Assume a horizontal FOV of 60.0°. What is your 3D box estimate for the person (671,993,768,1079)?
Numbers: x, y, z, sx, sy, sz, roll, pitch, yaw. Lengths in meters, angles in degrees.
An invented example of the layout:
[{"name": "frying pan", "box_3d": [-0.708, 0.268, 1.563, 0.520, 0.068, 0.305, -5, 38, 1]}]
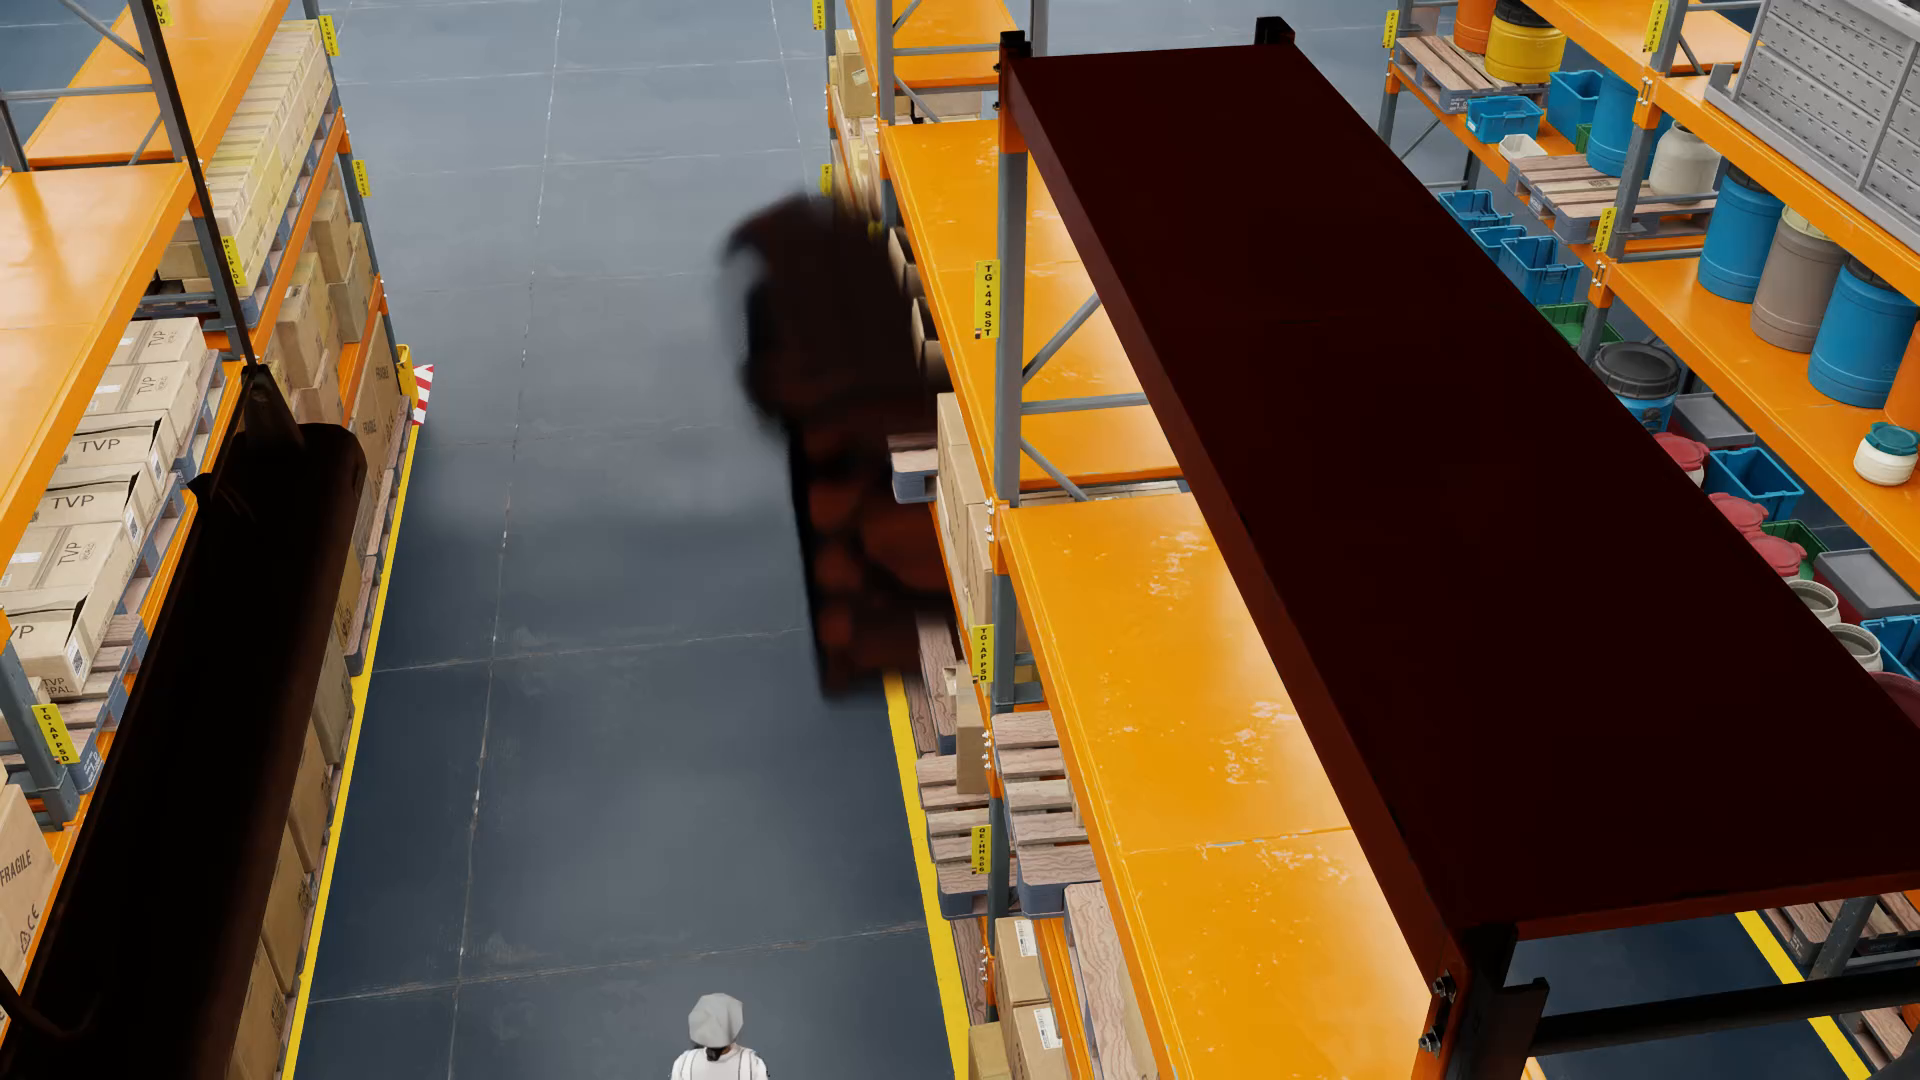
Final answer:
[{"name": "person", "box_3d": [-1.113, 2.746, 7.851, 0.500, 1.624, 0.968, -6, 37, -8]}]
